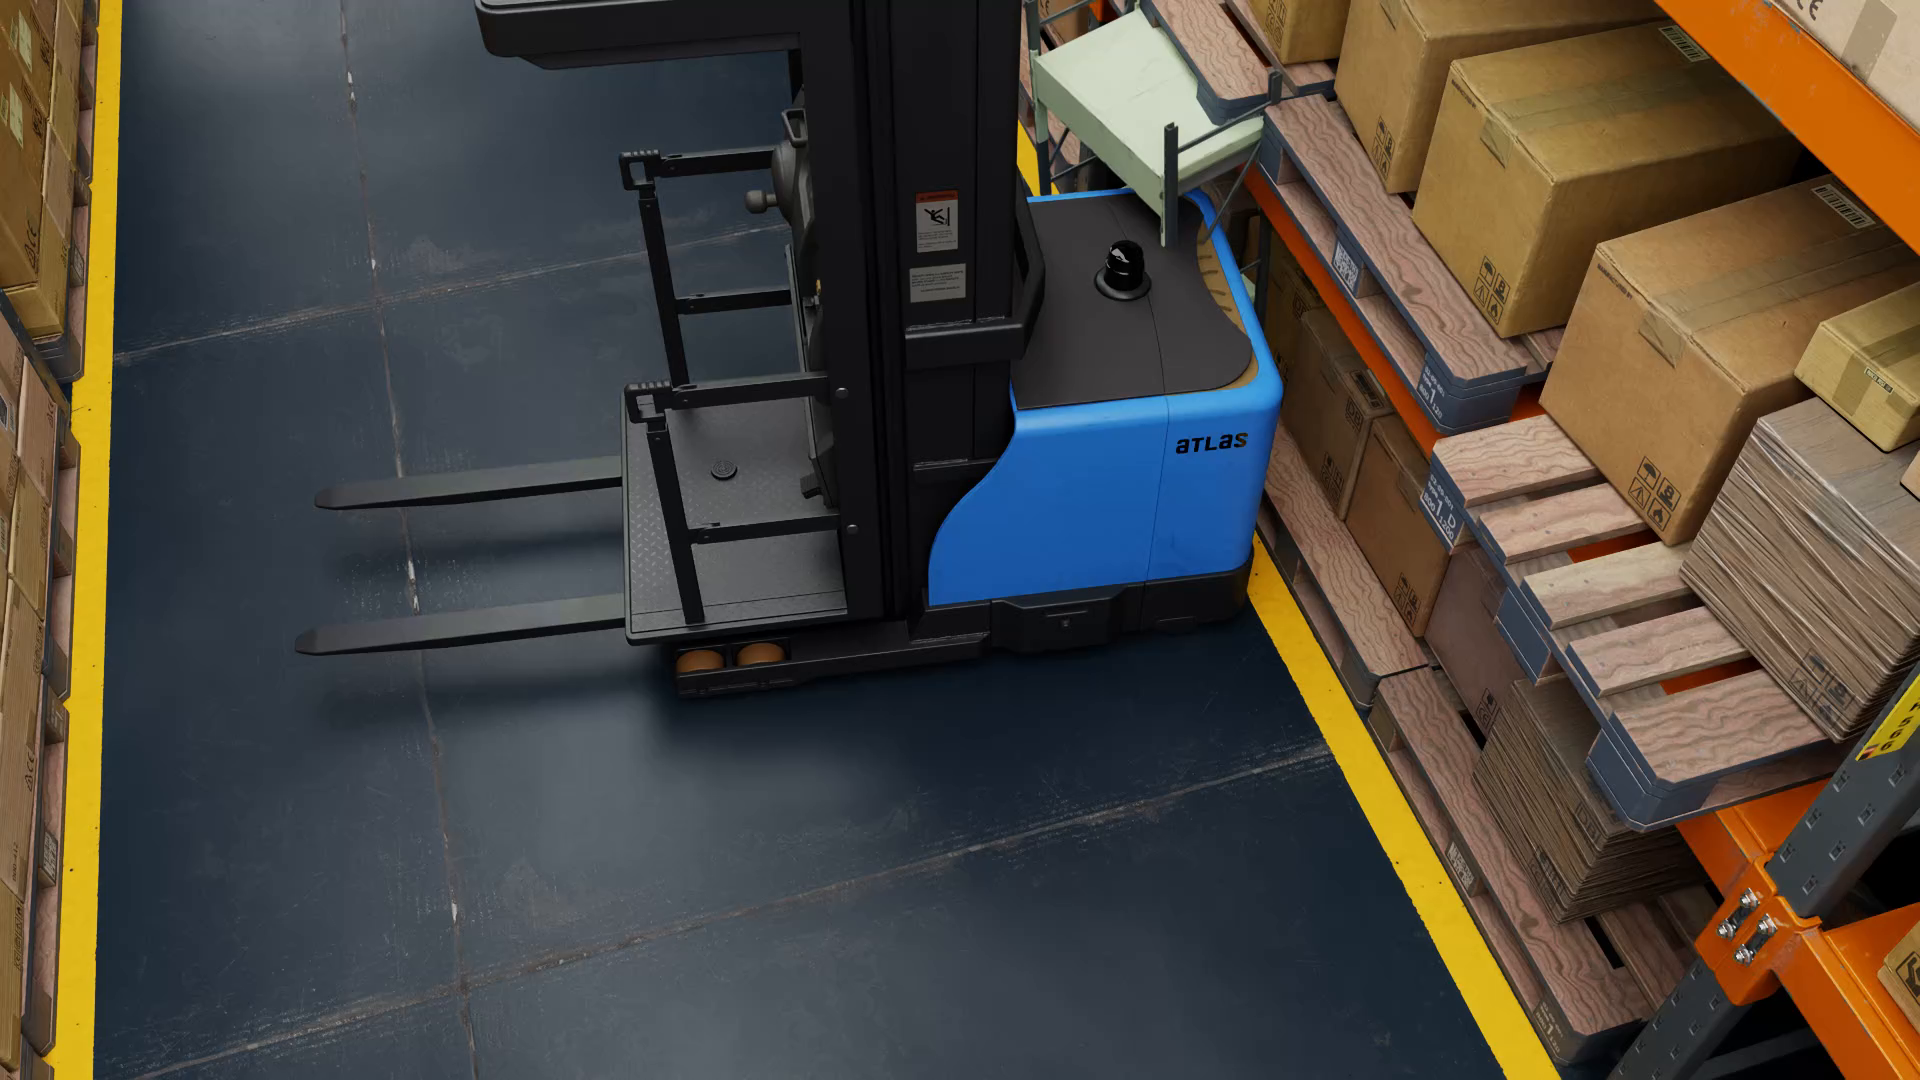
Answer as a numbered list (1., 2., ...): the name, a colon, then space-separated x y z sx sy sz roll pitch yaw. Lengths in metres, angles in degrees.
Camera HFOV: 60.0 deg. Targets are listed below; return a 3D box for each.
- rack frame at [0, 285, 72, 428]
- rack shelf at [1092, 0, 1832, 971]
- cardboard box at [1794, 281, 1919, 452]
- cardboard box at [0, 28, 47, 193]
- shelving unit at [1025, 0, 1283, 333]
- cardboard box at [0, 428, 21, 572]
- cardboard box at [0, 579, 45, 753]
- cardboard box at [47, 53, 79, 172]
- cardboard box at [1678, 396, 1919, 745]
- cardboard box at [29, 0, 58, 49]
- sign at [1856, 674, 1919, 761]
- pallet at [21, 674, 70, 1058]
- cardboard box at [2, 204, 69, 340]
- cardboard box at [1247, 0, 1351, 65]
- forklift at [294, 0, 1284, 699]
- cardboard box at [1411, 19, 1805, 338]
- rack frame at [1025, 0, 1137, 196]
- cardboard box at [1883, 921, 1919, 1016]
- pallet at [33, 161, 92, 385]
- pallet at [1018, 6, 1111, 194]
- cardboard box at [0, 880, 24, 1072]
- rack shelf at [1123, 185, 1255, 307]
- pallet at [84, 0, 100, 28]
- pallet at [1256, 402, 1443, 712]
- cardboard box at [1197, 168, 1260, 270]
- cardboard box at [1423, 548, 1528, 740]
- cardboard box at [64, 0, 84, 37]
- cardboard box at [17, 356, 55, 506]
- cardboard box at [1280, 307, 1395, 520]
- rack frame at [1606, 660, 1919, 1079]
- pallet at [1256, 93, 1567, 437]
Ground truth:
1. rack frame: -3.755 -1.303 4.887 1.000 3.000 0.127 -13 51 -11
2. rack shelf: 1.568 -0.733 4.877 1.077 0.370 4.000 -13 51 -11
3. cardboard box: 1.919 -0.364 3.318 0.380 0.149 0.250 -21 53 -17
4. cardboard box: -3.748 -1.567 6.142 0.500 0.500 0.500 -13 51 -11
5. shelving unit: 0.636 -1.060 5.531 0.431 1.500 0.755 -29 56 -14
6. cardboard box: -3.201 -0.123 5.049 0.500 0.311 0.500 -12 51 -10
7. cardboard box: -3.055 0.428 4.951 0.500 0.250 0.500 -12 51 -10
8. cardboard box: -3.888 -1.692 6.738 0.500 0.250 0.500 -13 51 -11
9. cardboard box: 2.011 -0.019 3.451 0.700 0.500 0.500 -19 52 -15
10. cardboard box: -4.038 -2.299 6.759 0.500 0.500 0.500 -13 51 -11
11. sign: 1.644 0.277 2.849 0.100 0.325 0.005 -13 51 -11
12. pallet: -3.135 1.018 4.754 1.003 0.211 1.213 -13 51 -11
13. cardboard box: -3.602 -0.960 6.121 0.500 0.250 0.500 -13 51 -11
14. cardboard box: 1.253 -1.811 4.961 0.700 0.500 0.500 -9 50 -7
15. forklift: -0.619 -0.875 4.571 3.031 2.935 1.130 -6 50 -5
16. cardboard box: 1.621 -0.924 4.214 0.700 0.500 0.500 -13 51 -11
17. rack frame: 0.447 -1.303 5.729 0.400 1.500 0.023 -29 56 -14
18. cardboard box: 2.058 0.774 2.863 0.500 0.500 0.500 -12 51 -10
19. pallet: -3.950 -0.995 6.450 1.003 0.211 1.213 -13 51 -11
20. pallet: 0.744 -2.010 7.306 1.003 0.211 1.213 -13 51 -11
21. cardboard box: -2.755 1.175 4.321 0.500 0.250 0.500 -15 51 -12
22. rack shelf: 0.668 -0.870 5.794 0.431 0.370 0.720 -29 56 -14
23. pallet: -4.671 -2.777 7.953 1.003 0.211 1.213 -13 51 -11
24. pallet: 1.572 -0.066 5.668 1.003 0.211 1.213 -13 51 -11
25. cardboard box: 1.210 -1.228 6.171 0.700 0.500 0.500 -12 51 -10
26. cardboard box: 1.855 0.243 4.931 0.700 0.500 0.500 -13 51 -11
27. cardboard box: -4.188 -2.422 7.353 0.500 0.250 0.500 -13 51 -11
28. cardboard box: -3.355 -0.315 5.577 0.500 0.250 0.500 -14 51 -11
29. cardboard box: 1.523 -0.480 5.540 0.700 0.500 0.500 -13 51 -11
30. rack frame: 2.159 0.496 3.370 1.000 3.000 0.127 -13 51 -11
31. pallet: 1.535 -0.879 4.655 1.003 0.211 1.213 -13 51 -11
